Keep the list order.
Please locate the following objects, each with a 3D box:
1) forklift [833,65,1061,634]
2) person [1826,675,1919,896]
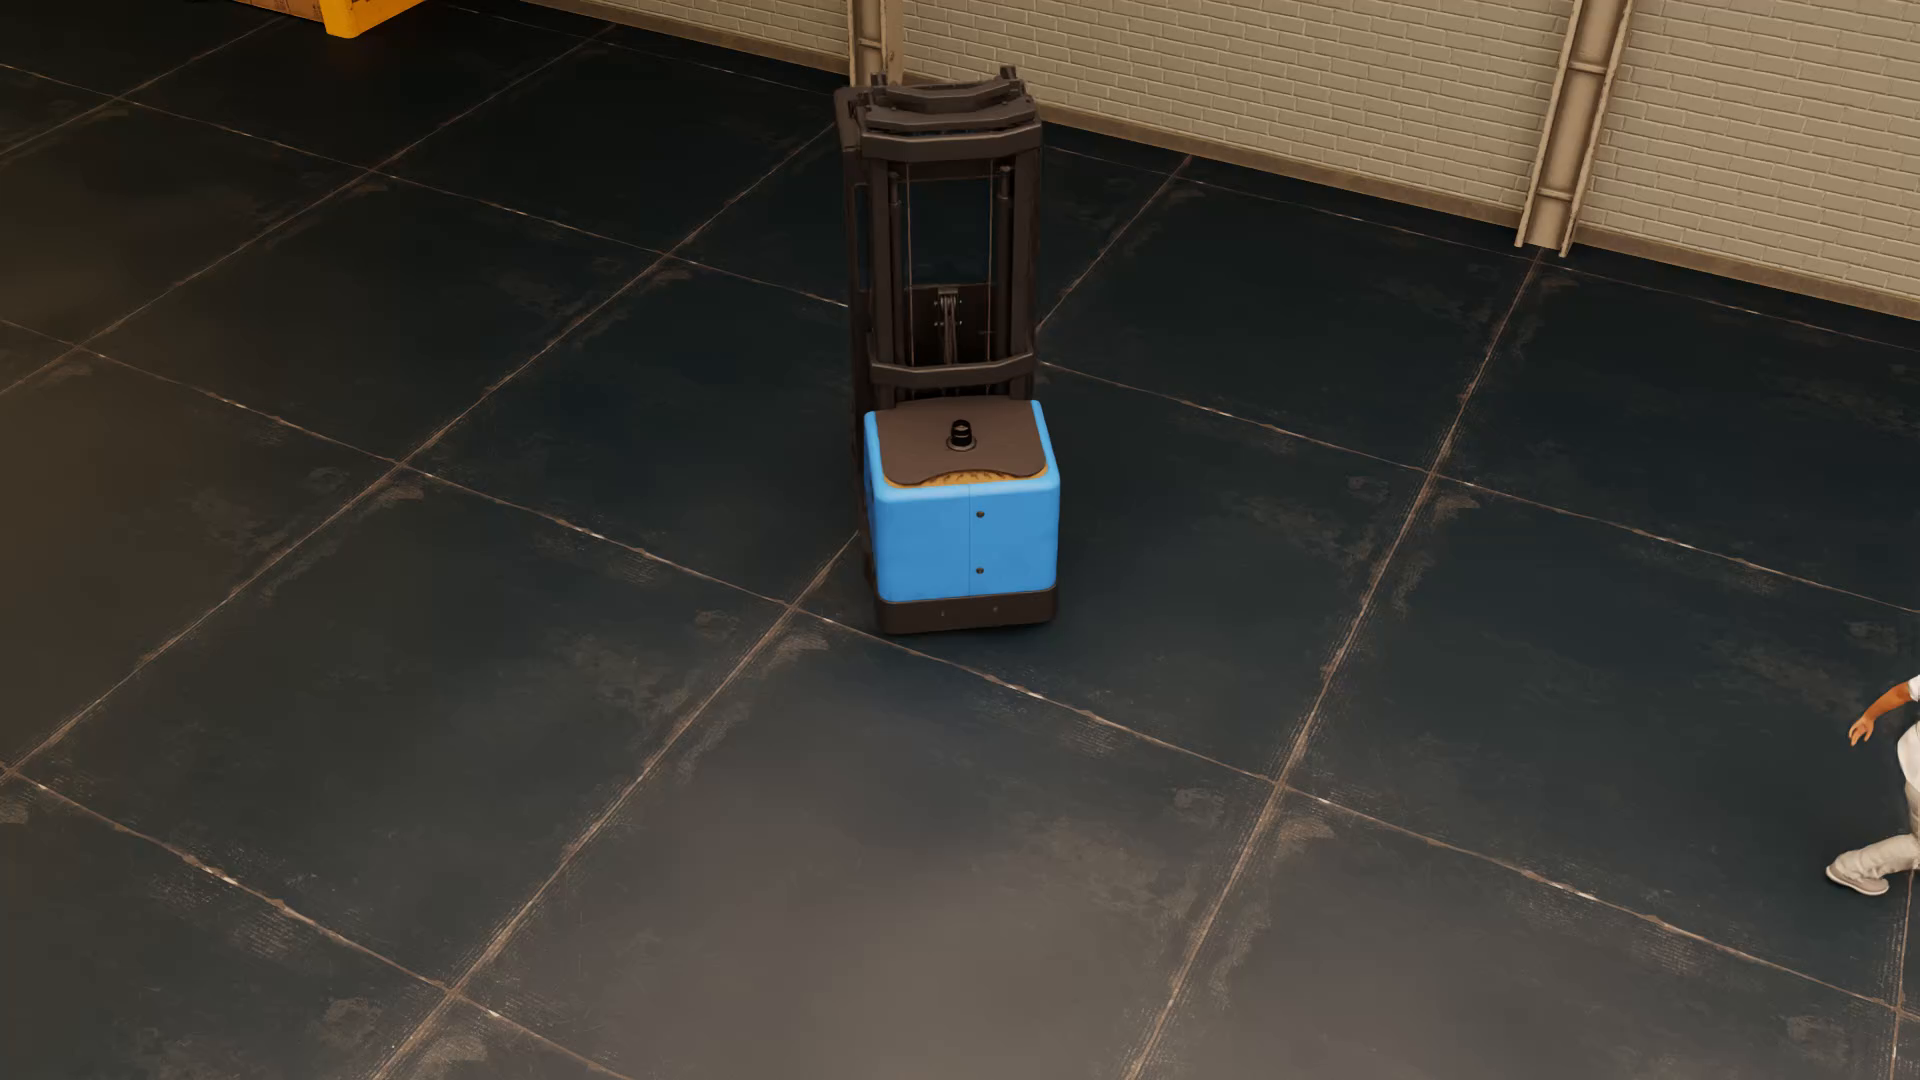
[{"bbox_3d":[-0.129,-1.527,9.800,1.130,2.935,3.031,-4,40,-5],"label":"forklift"},{"bbox_3d":[4.626,1.112,7.736,0.875,1.629,0.519,7,41,8],"label":"person"}]
